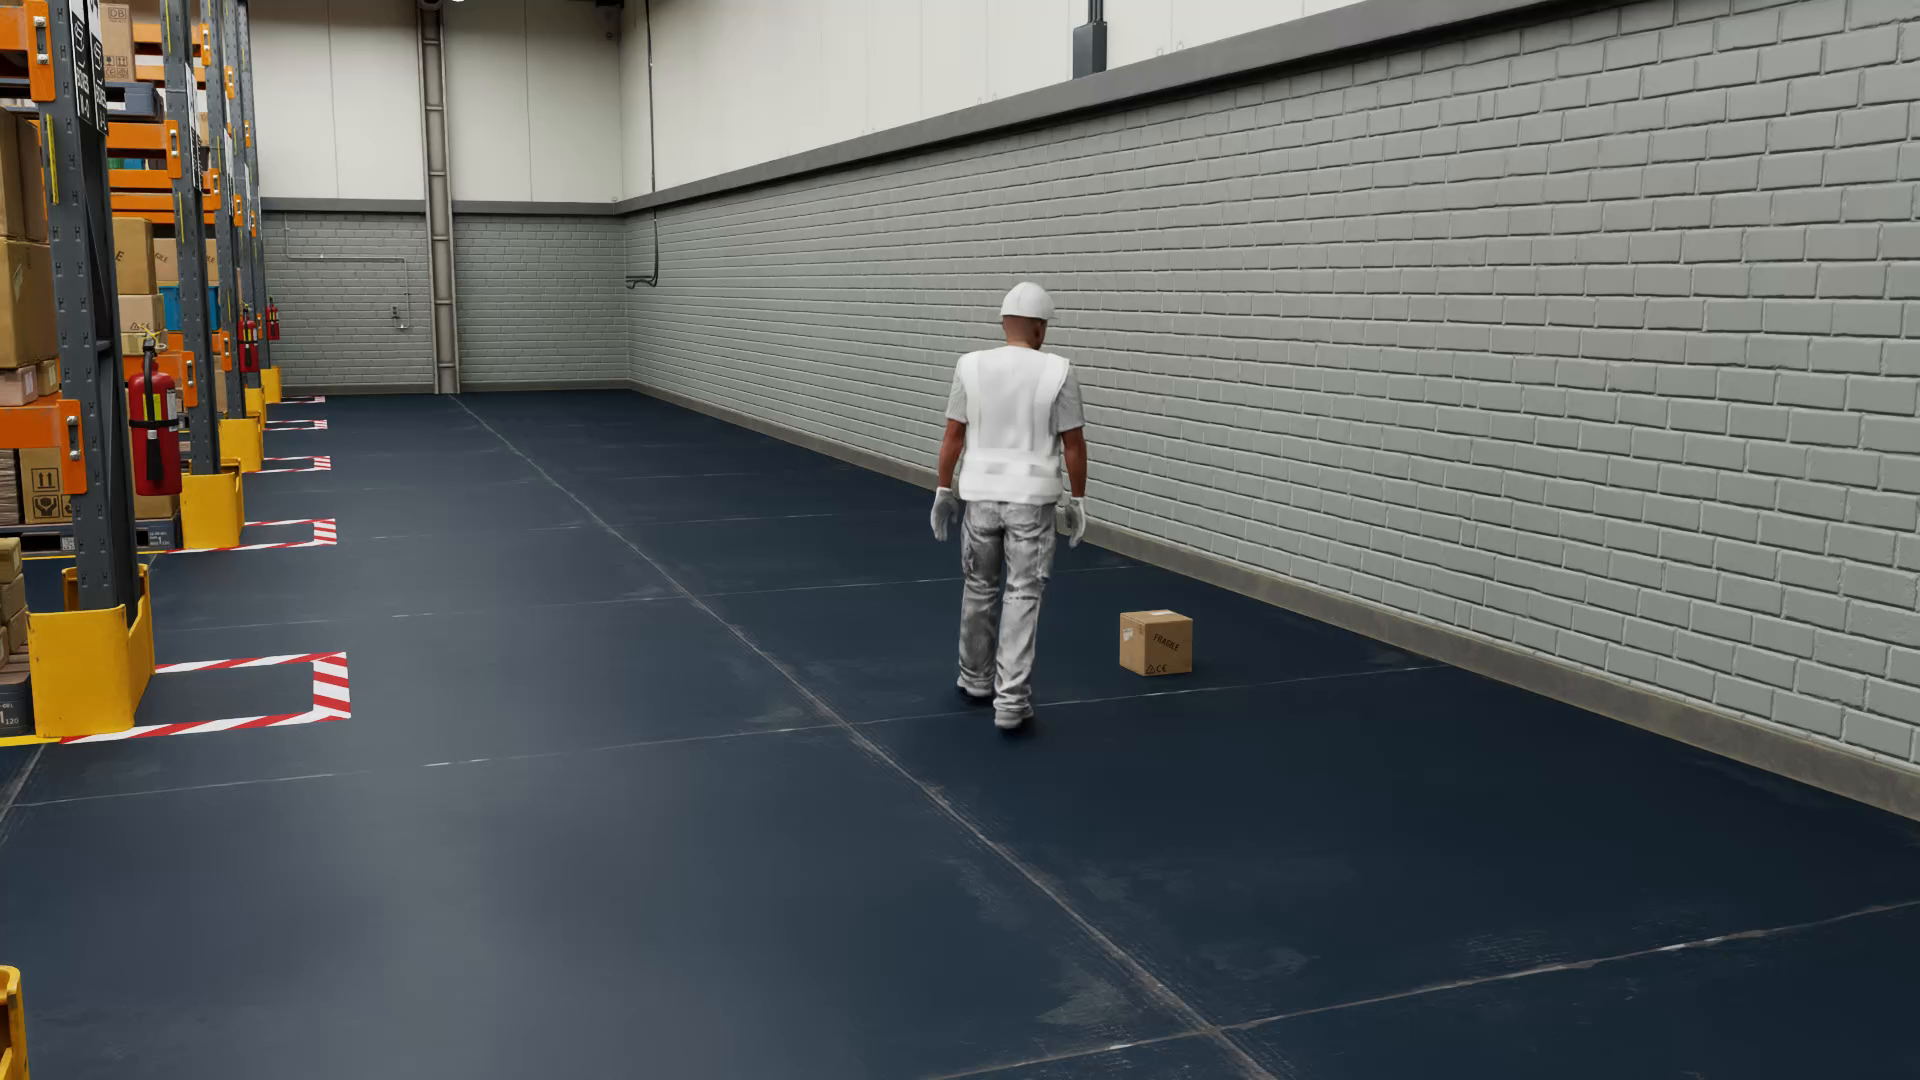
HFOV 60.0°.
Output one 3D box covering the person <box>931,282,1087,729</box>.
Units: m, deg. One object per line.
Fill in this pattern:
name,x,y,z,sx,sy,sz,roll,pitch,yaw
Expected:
person,0.212,-0.170,6.813,0.643,1.753,0.767,3,9,17
